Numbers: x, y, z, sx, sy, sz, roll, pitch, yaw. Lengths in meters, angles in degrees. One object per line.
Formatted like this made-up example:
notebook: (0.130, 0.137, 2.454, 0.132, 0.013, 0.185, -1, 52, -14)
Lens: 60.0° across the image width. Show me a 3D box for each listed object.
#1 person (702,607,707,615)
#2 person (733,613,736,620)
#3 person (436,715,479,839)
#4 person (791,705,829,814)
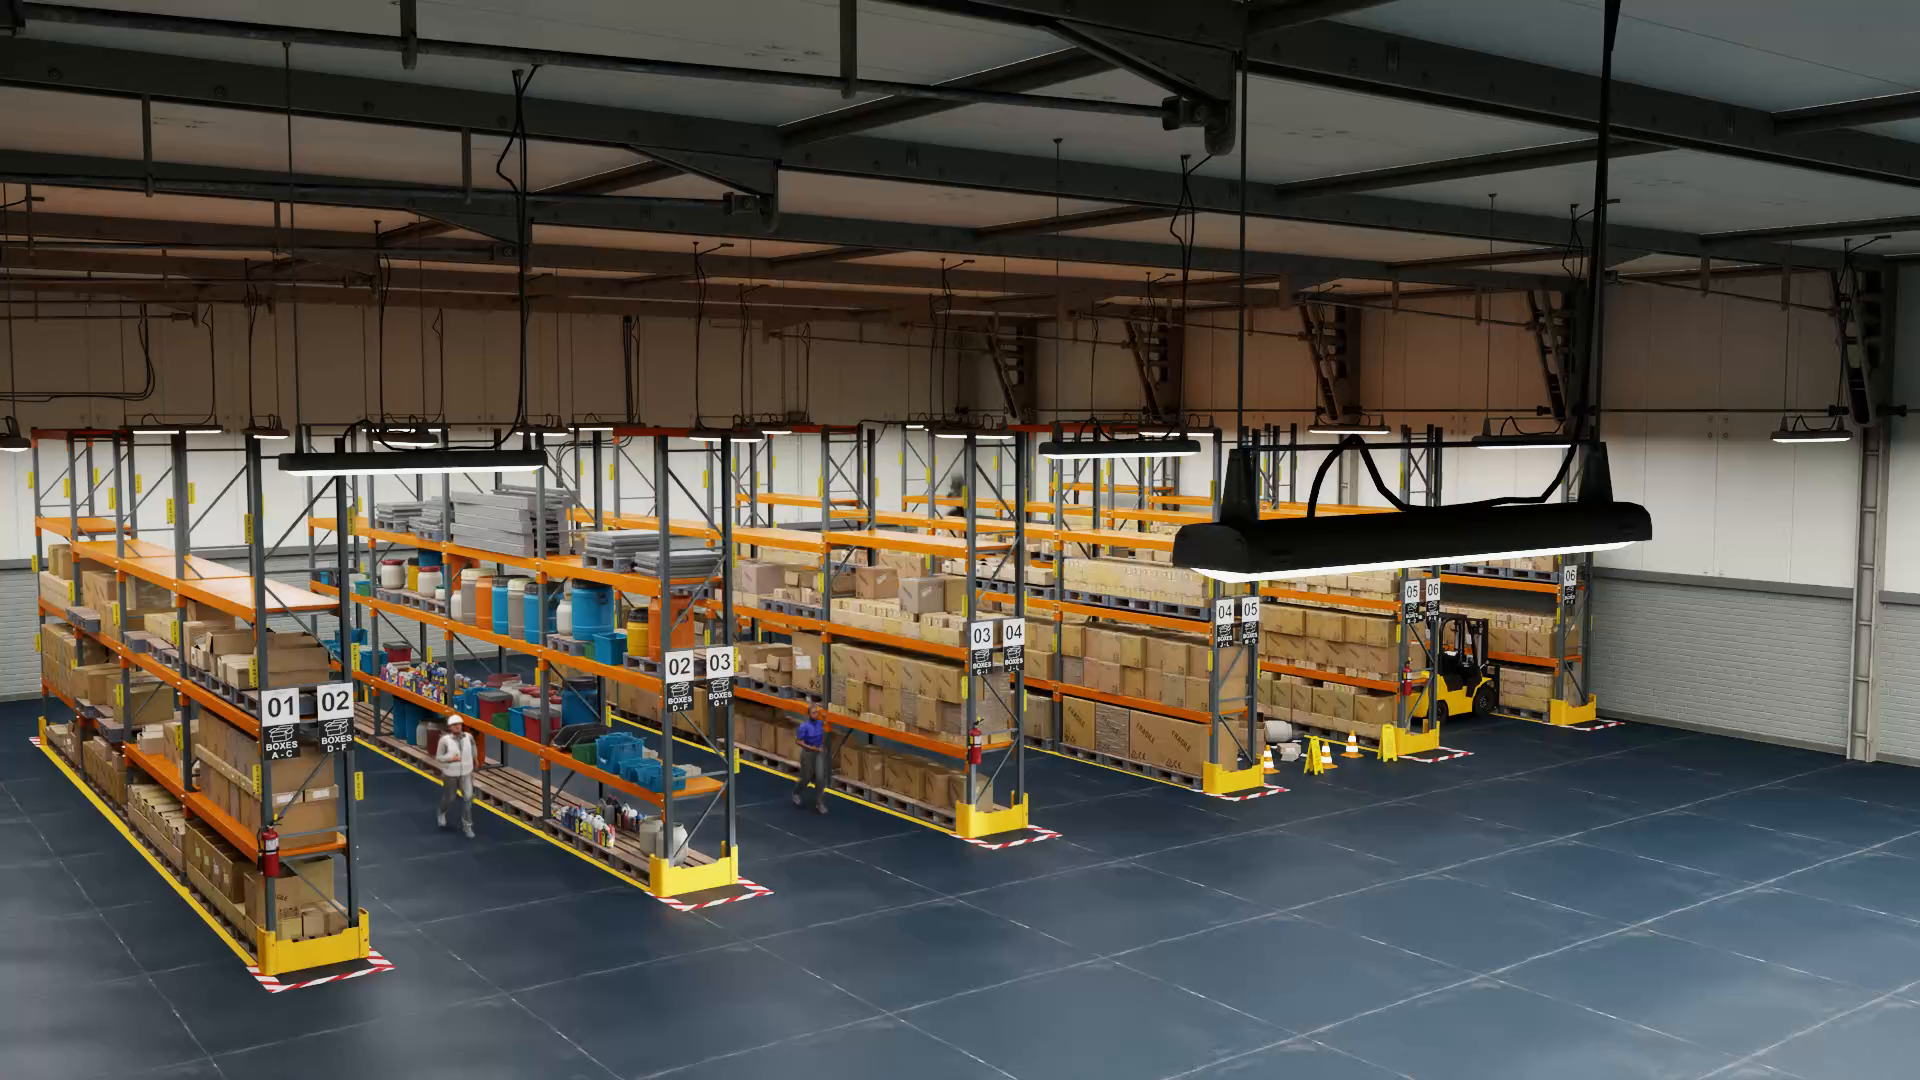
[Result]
person: (-6.250, 2.329, 40.806, 0.638, 1.630, 0.493, 3, 5, 33)
person: (-5.871, 2.206, 41.665, 0.560, 1.731, 0.778, -1, 5, -18)
person: (-7.522, 3.493, 24.856, 0.665, 1.806, 0.954, -3, 5, -33)
person: (-2.358, 3.441, 26.331, 0.597, 1.677, 0.823, -4, 6, -39)
